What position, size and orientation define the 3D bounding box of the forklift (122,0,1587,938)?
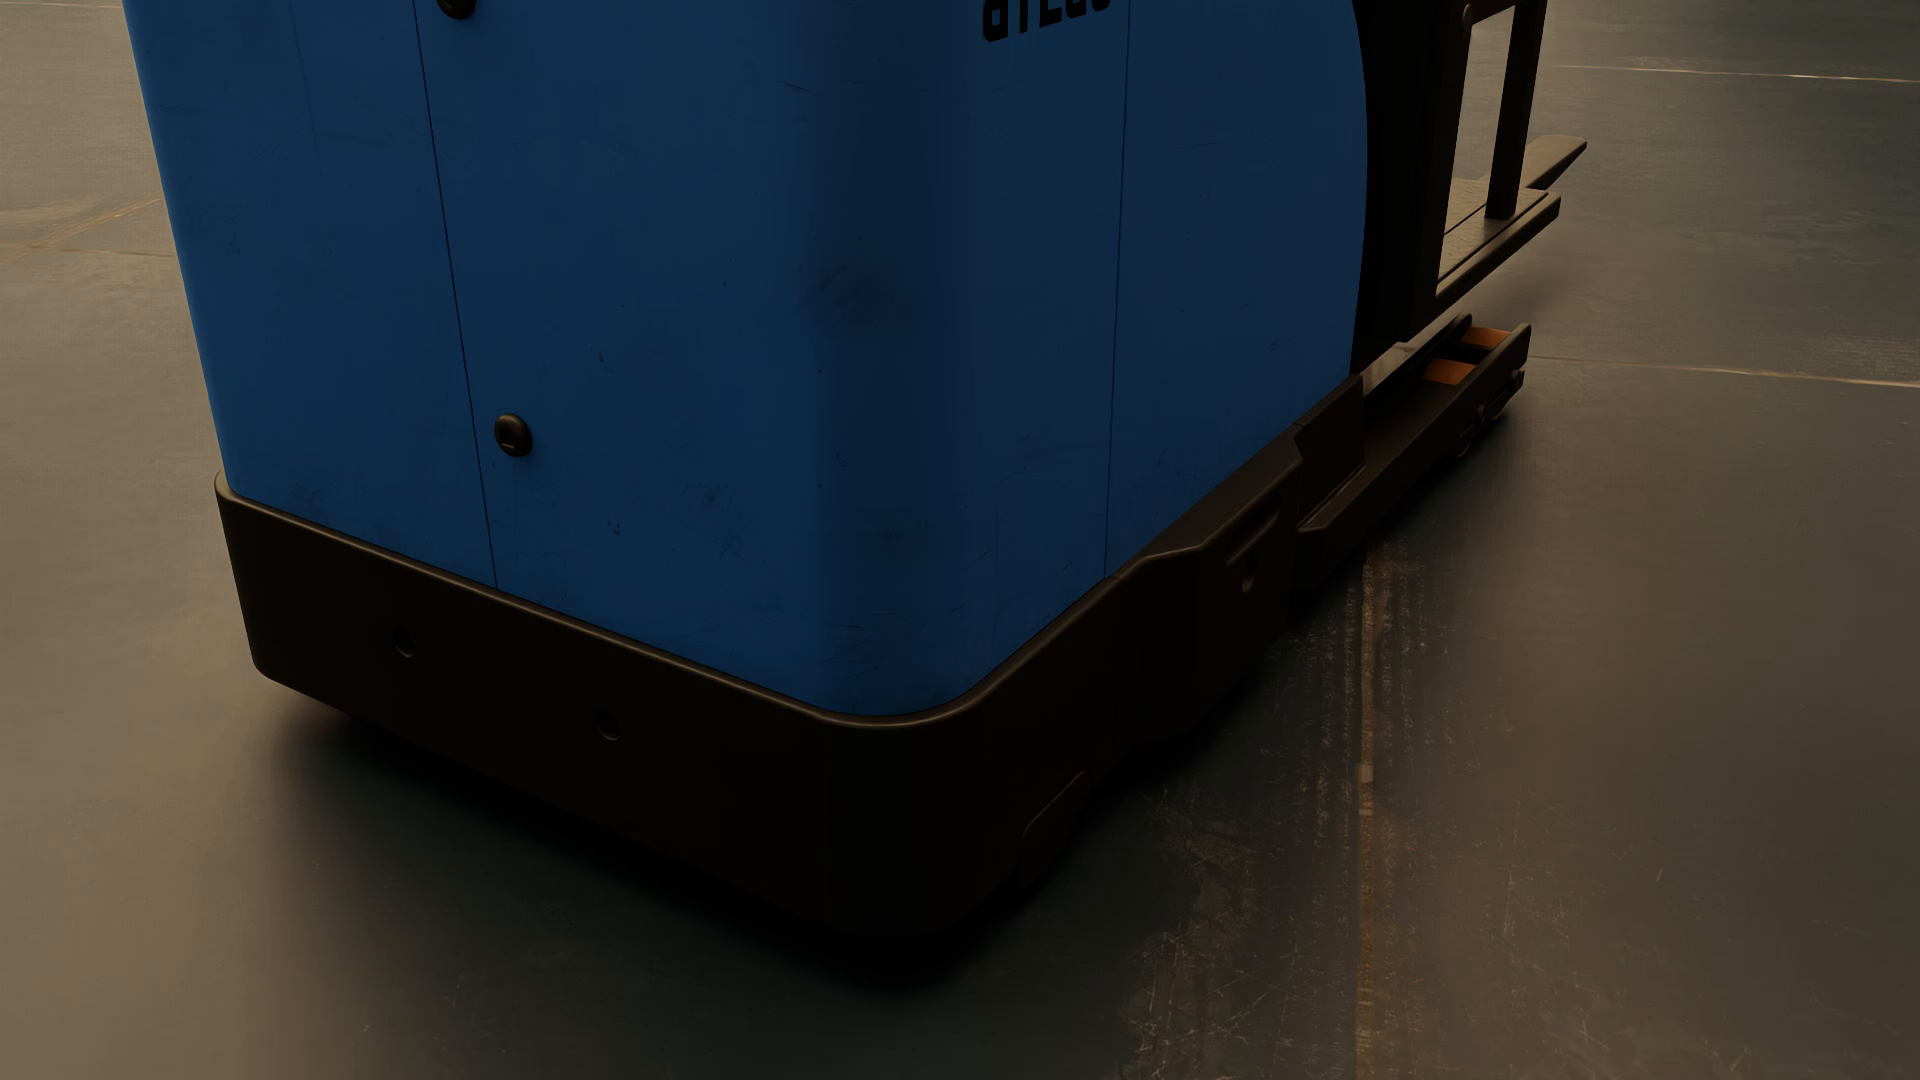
[{"bbox_3d":[0.341,-1.547,2.312,1.130,2.935,3.031,16,31,29],"label":"forklift"}]
